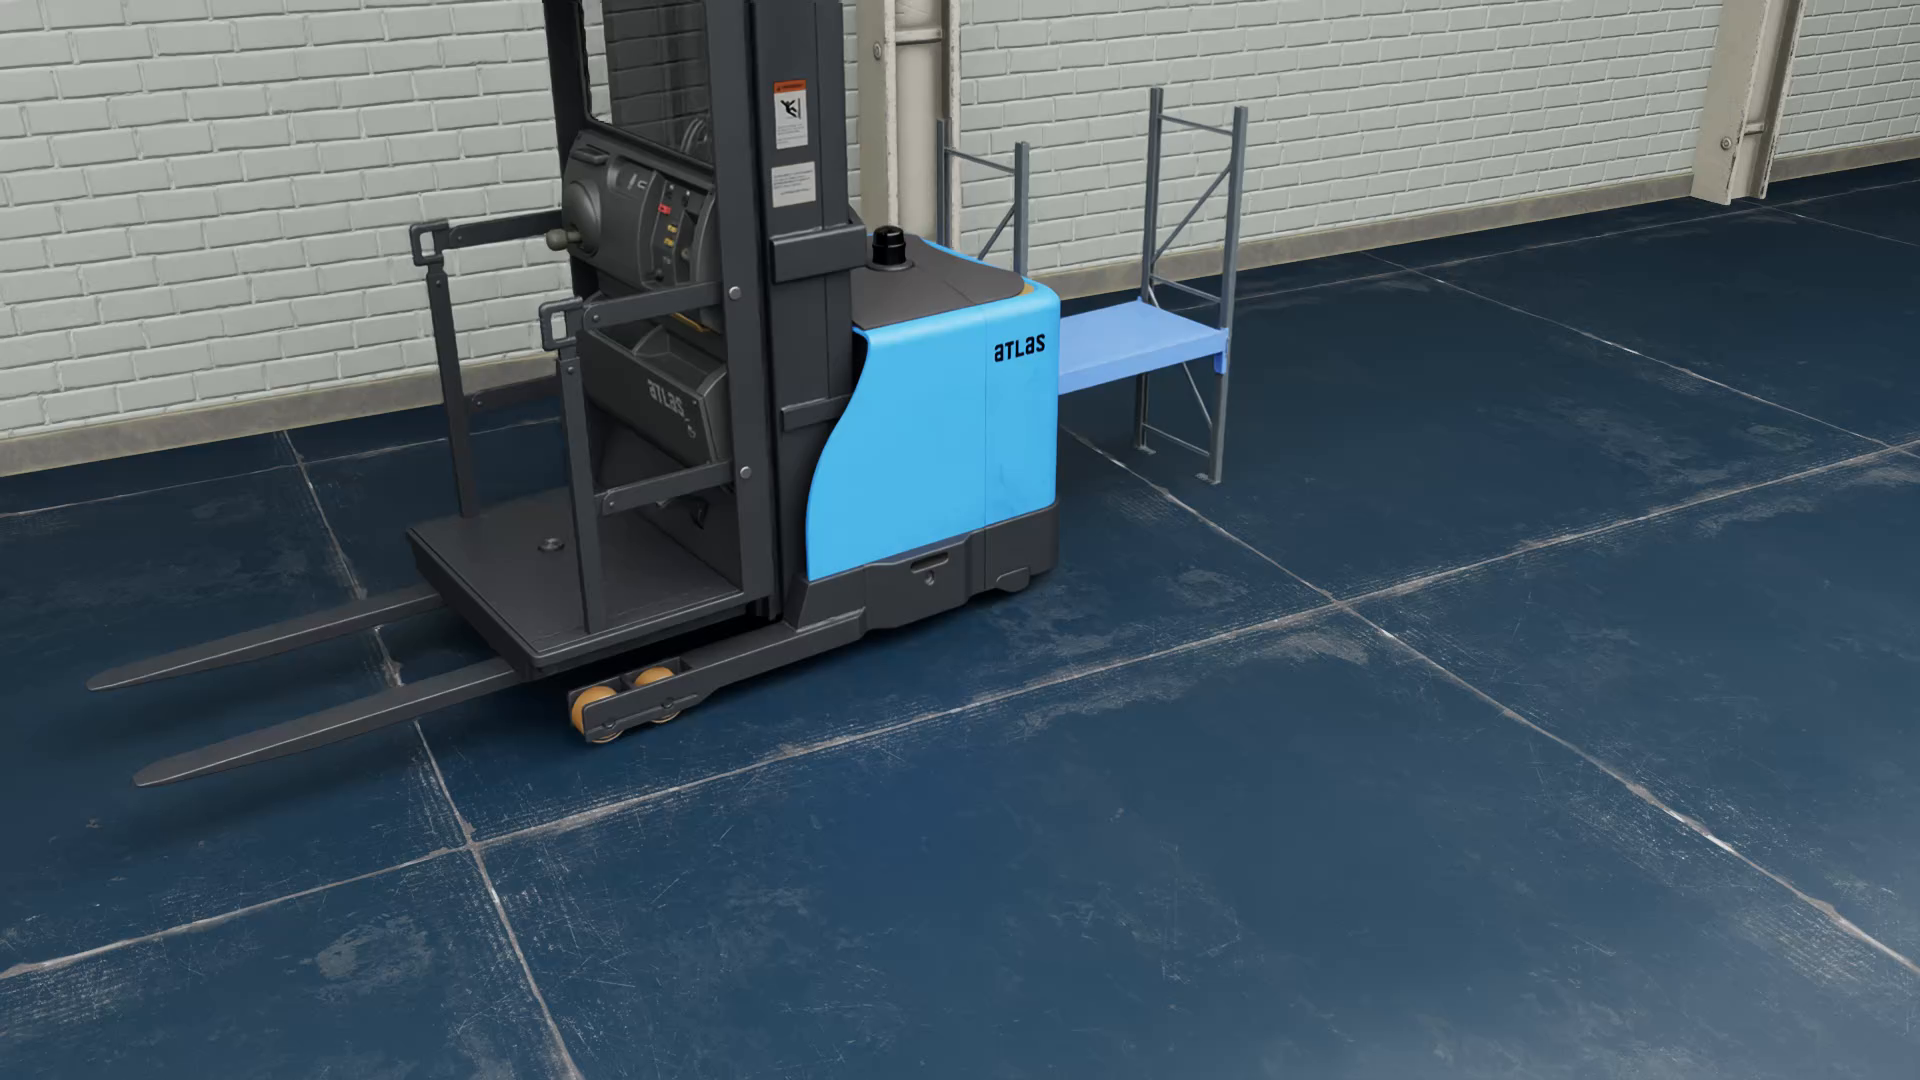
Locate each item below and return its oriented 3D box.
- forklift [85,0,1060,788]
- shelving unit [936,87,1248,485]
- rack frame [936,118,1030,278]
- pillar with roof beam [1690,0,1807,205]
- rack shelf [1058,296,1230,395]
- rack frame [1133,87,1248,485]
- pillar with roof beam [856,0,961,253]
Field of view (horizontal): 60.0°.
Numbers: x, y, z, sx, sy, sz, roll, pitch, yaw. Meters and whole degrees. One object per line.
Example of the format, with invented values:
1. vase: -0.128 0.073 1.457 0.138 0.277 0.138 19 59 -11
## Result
1. forklift: -1.142 -0.973 4.890 3.031 2.935 1.130 -17 31 -32
2. shelving unit: 0.485 -0.860 6.309 1.048 1.500 0.538 -17 31 -32
3. rack frame: 0.074 -0.731 6.039 0.032 1.500 0.500 -17 31 -32
4. pillar with roof beam: 7.080 -4.681 5.602 0.400 9.000 9.100 -13 29 -25
5. rack shelf: 0.485 -0.698 6.387 1.000 0.185 0.538 -17 31 -32
6. rack frame: 0.896 -0.990 6.579 0.032 1.500 0.500 -17 31 -32
7. pillar with roof beam: 1.785 -3.459 3.057 0.400 9.000 9.100 -13 29 -25
